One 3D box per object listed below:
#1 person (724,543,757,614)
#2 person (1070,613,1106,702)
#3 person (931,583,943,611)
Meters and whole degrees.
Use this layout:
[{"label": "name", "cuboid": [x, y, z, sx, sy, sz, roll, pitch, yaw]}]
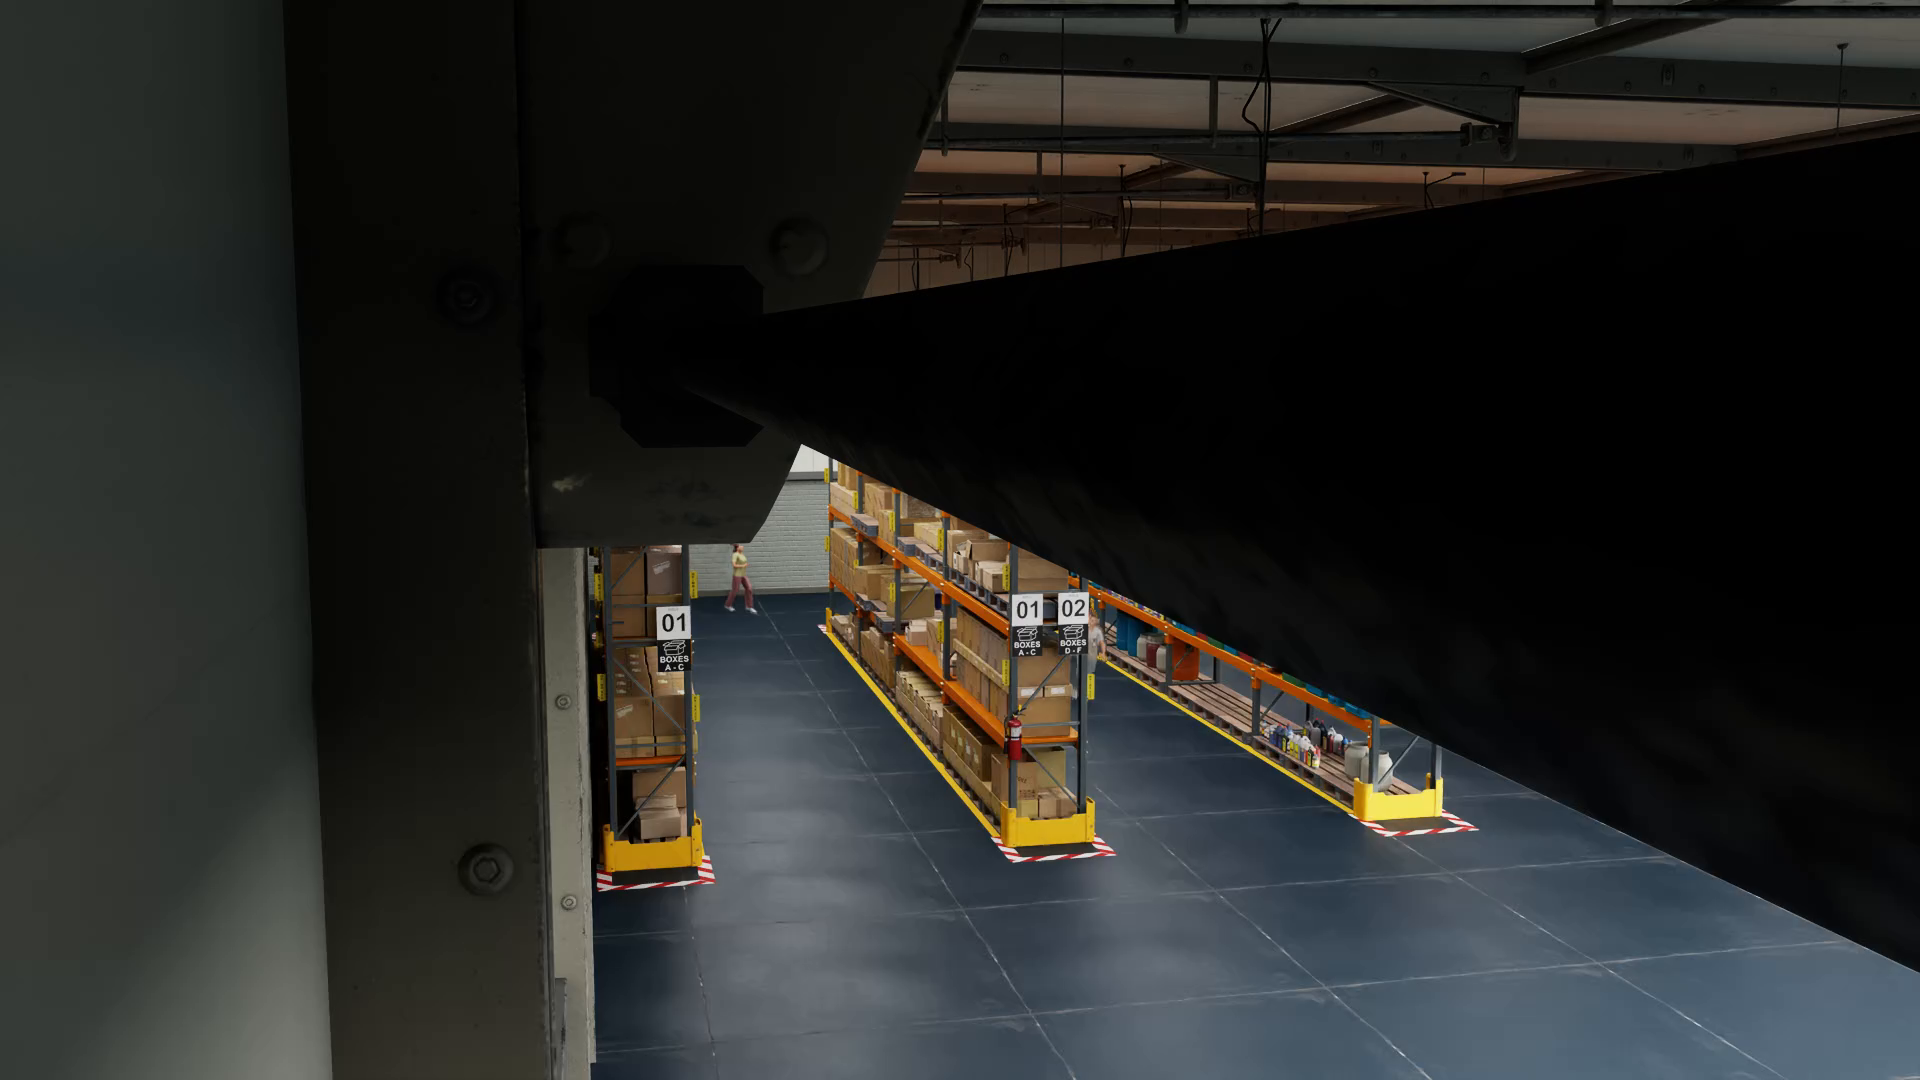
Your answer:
[{"label": "person", "cuboid": [-5.173, 0.873, 38.883, 0.797, 1.704, 0.593, 3, 7, 21]}, {"label": "person", "cuboid": [2.253, 2.070, 29.111, 0.568, 1.622, 0.730, -1, 7, -7]}, {"label": "person", "cuboid": [-0.525, 1.284, 35.792, 0.597, 1.683, 0.722, -2, 7, -15]}]
